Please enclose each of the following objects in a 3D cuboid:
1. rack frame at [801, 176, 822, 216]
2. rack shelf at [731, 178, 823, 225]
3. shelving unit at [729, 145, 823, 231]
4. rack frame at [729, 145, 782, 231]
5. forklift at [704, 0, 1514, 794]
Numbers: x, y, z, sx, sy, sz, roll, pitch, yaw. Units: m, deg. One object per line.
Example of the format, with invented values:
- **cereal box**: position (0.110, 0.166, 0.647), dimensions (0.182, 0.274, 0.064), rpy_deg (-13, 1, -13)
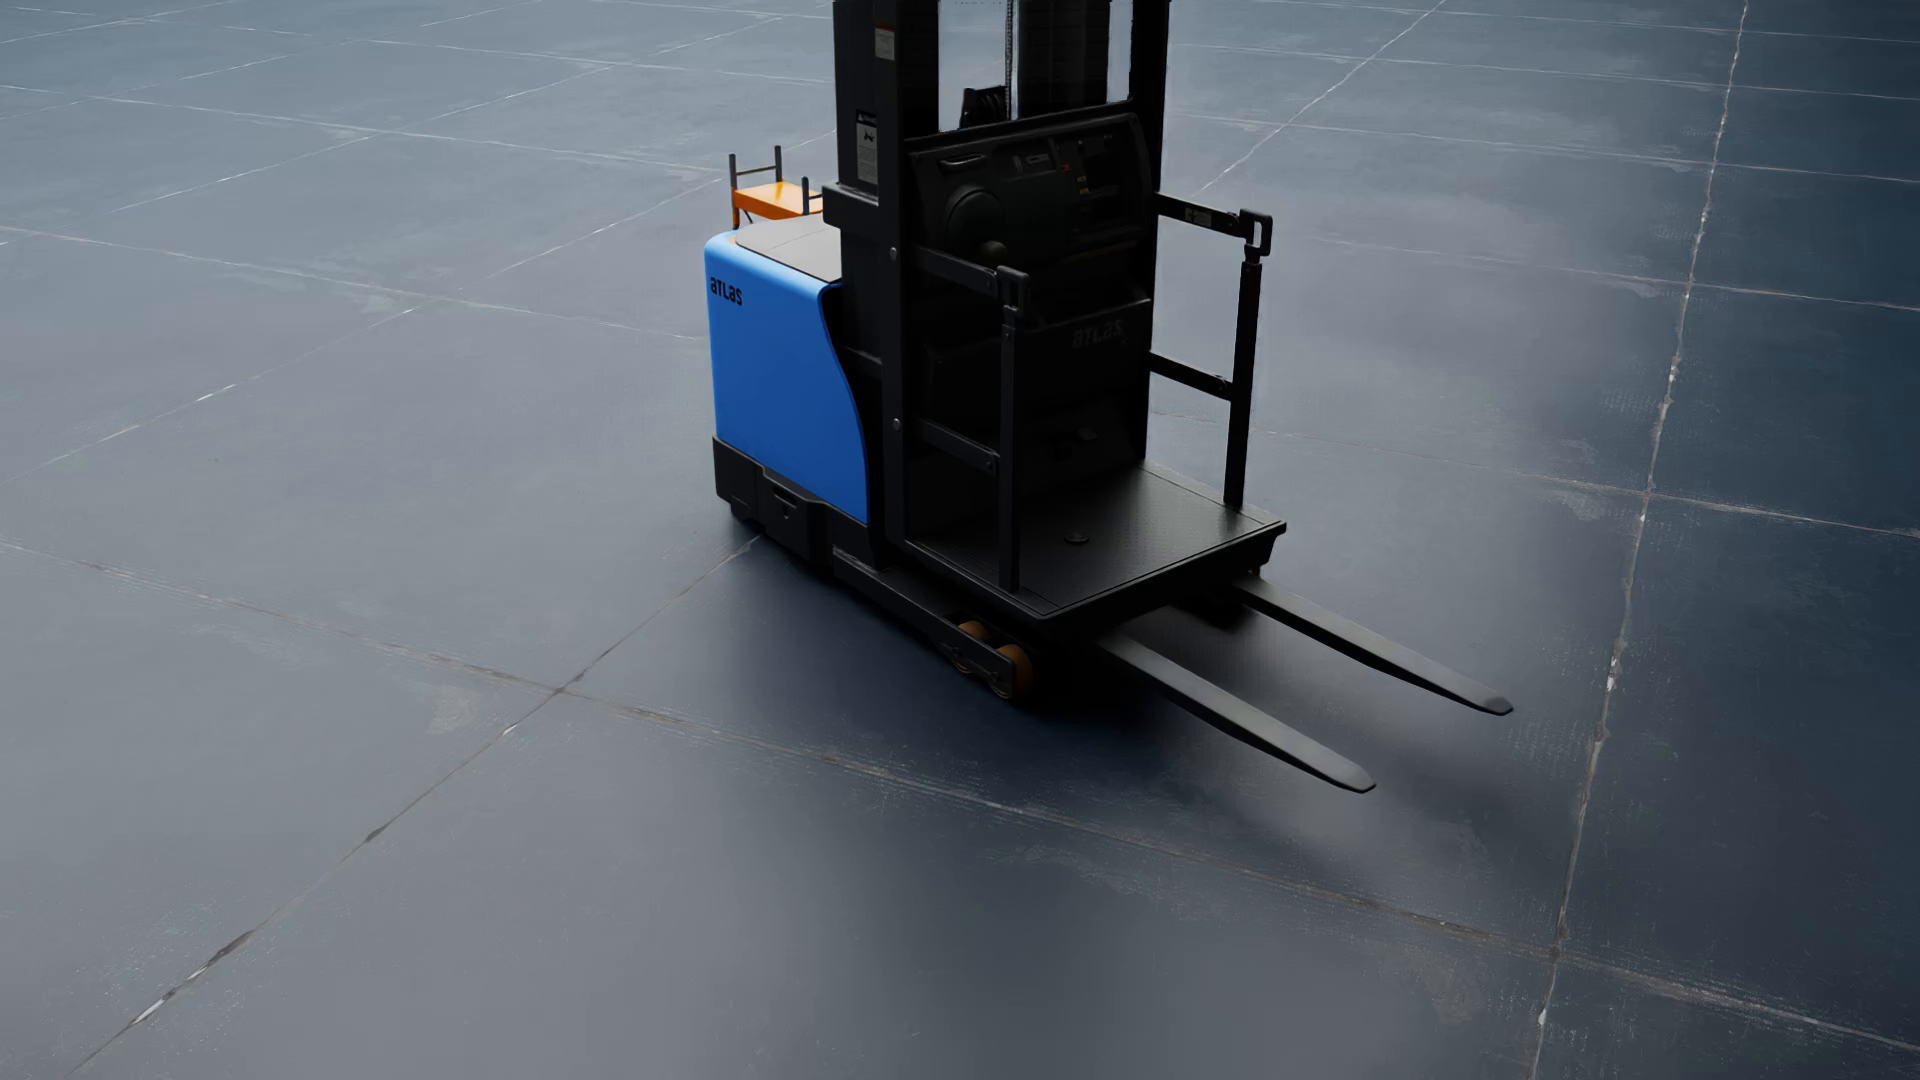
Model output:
- **rack frame**: position (-0.499, -0.854, 6.564), dimensions (0.240, 1.200, 0.015), rpy_deg (-21, 33, -36)
- **rack shelf**: position (-0.658, -1.289, 6.557), dimensions (0.258, 0.148, 0.480), rpy_deg (-21, 33, -36)
- **shelving unit**: position (-0.658, -0.936, 6.730), dimensions (0.258, 1.200, 0.503), rpy_deg (-21, 33, -36)
- **rack frame**: position (-0.818, -1.018, 6.896), dimensions (0.240, 1.200, 0.015), rpy_deg (-21, 33, -36)
- **forklift**: position (0.370, -1.070, 5.043), dimensions (1.130, 2.935, 3.031), rpy_deg (-19, 32, -34)
